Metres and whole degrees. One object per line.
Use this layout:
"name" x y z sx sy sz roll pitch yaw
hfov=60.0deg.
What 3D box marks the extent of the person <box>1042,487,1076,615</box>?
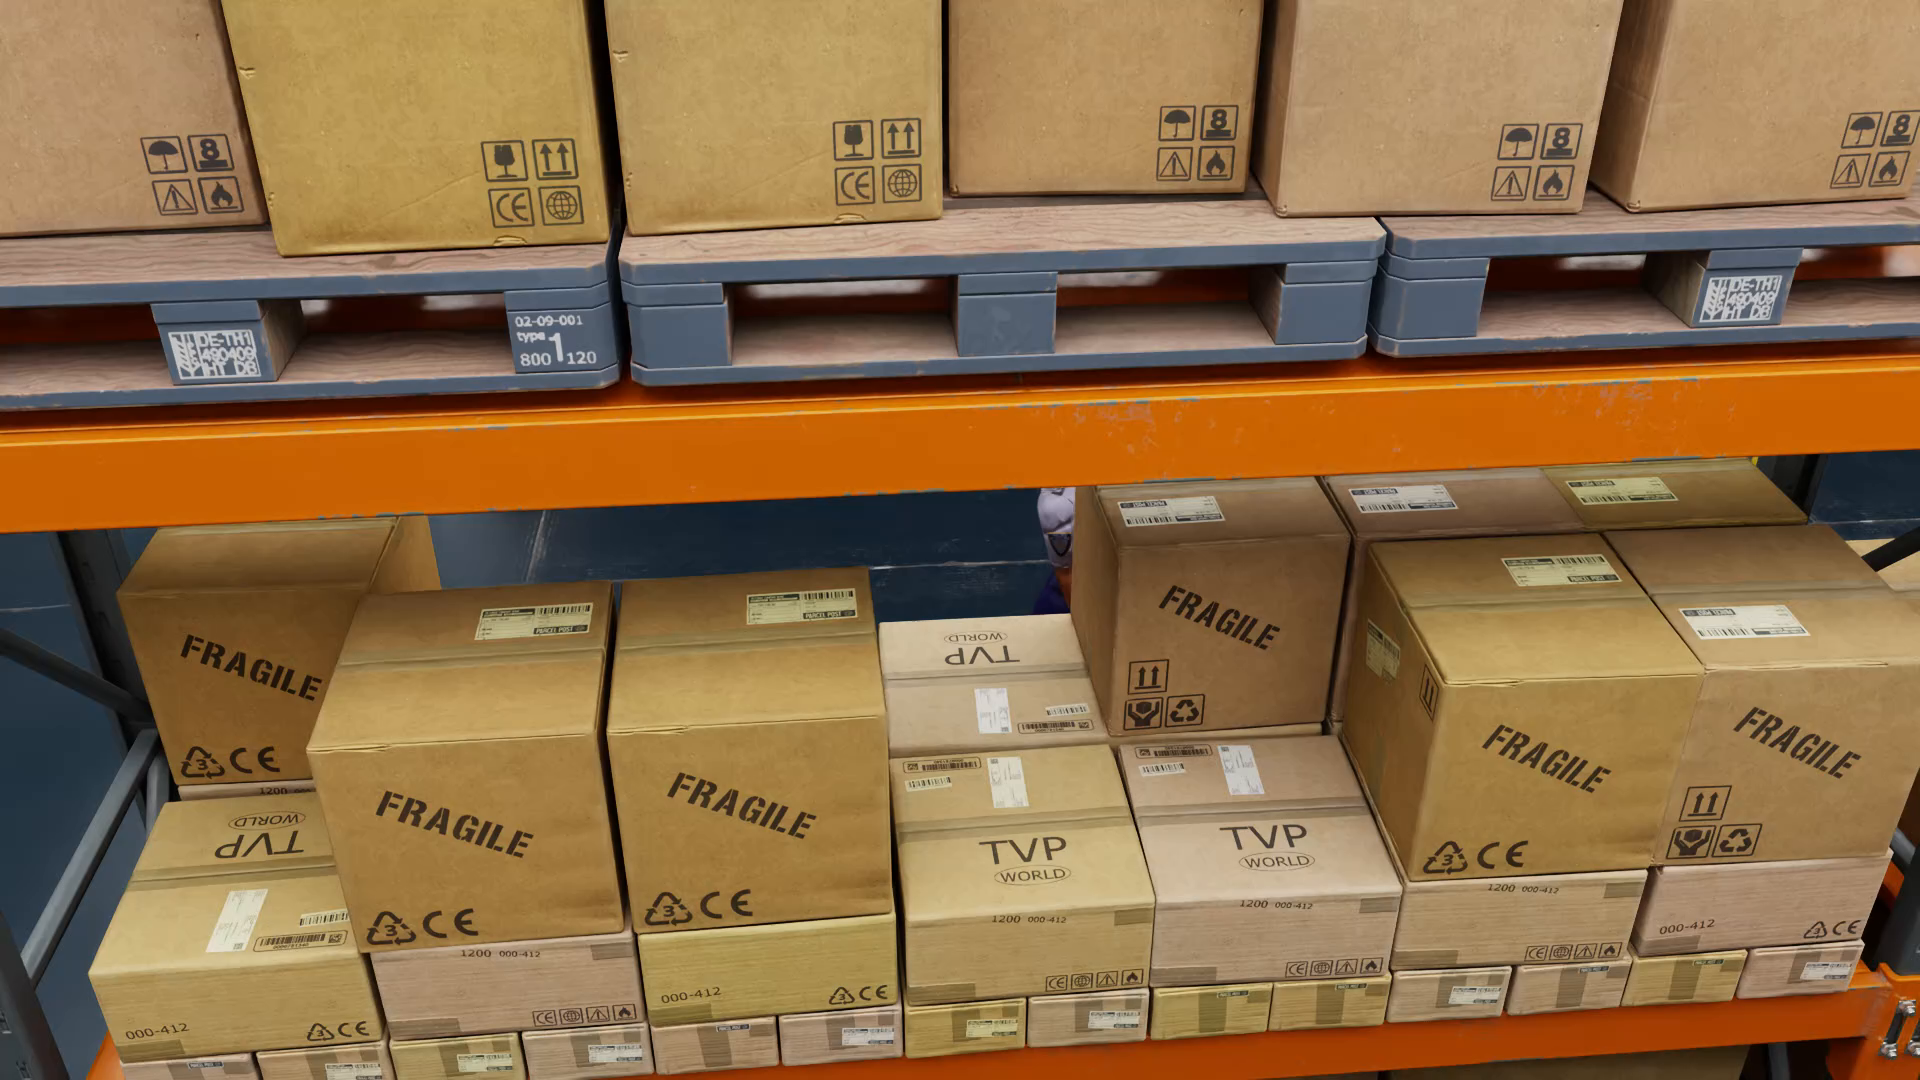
"person" 0.425 0.247 5.725 0.432 1.650 0.505 2 31 3
